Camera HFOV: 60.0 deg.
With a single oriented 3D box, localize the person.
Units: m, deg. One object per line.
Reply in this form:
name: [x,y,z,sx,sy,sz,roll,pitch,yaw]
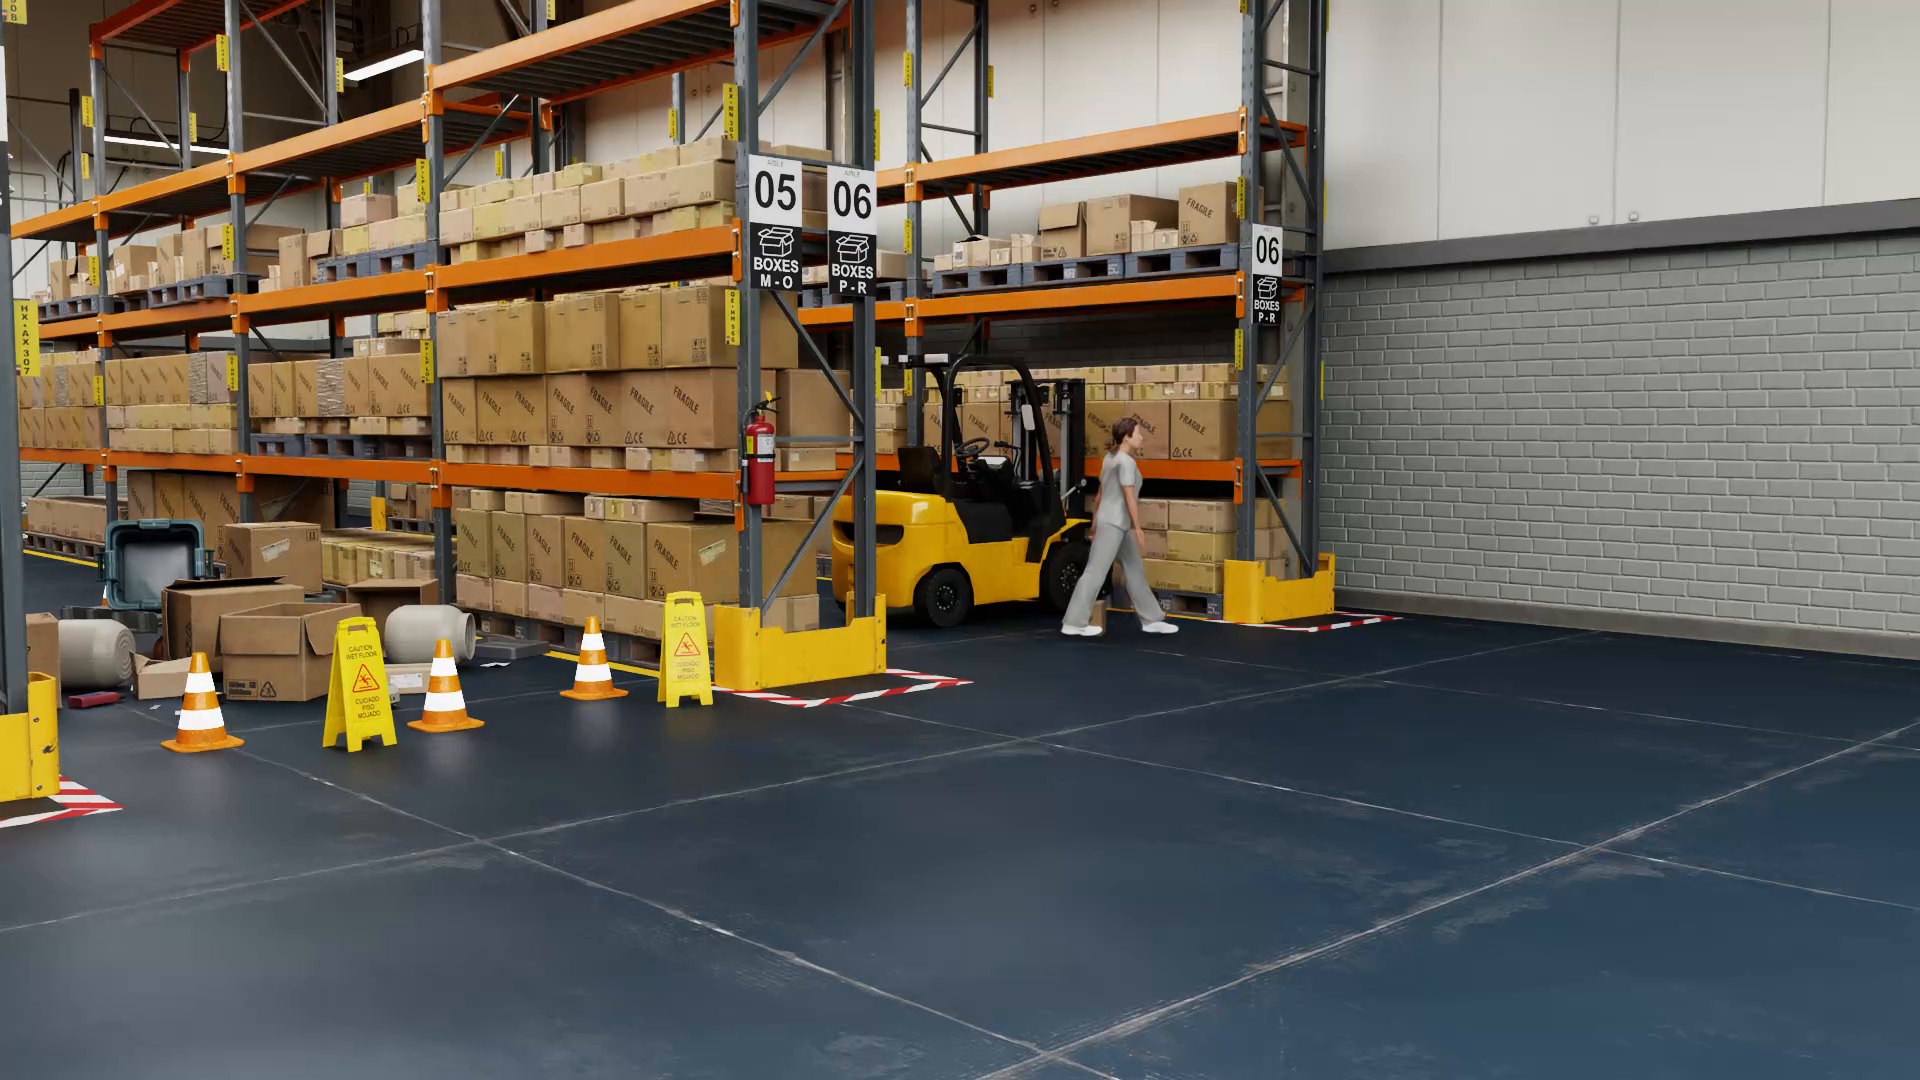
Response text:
person: [1.153,-0.130,12.315,0.804,1.551,0.469,0,4,-7]
